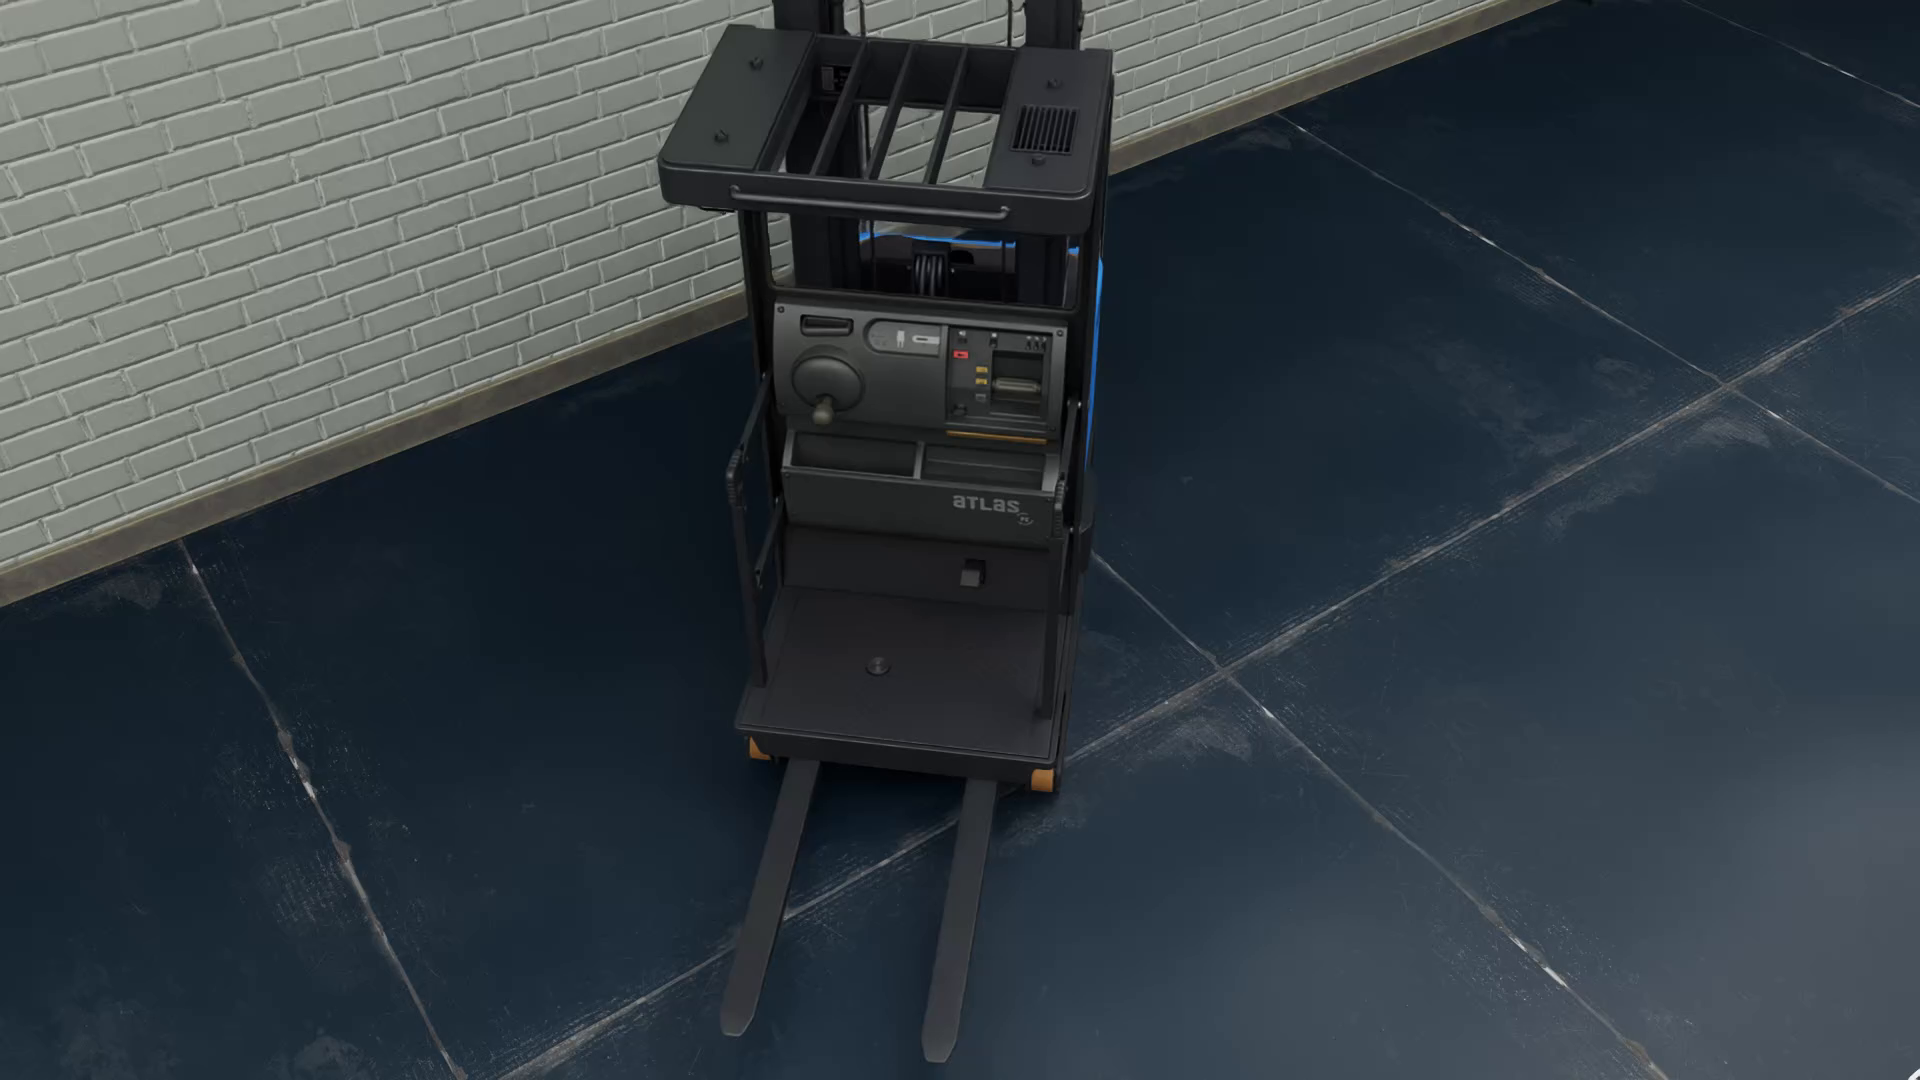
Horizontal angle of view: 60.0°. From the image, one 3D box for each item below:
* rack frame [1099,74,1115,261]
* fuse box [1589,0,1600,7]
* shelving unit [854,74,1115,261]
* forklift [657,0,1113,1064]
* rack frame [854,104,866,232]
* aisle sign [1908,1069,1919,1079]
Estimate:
[{"bbox_3d":[0.554,-1.101,6.817,0.032,1.500,0.500,6,44,6],"label":"rack frame"},{"bbox_3d":[3.920,-3.893,9.589,0.539,1.711,0.414,-26,49,-24],"label":"fuse box"},{"bbox_3d":[0.051,-1.151,6.870,1.048,1.500,0.538,6,44,6],"label":"shelving unit"},{"bbox_3d":[-0.158,-0.444,5.093,1.130,2.935,3.031,6,44,6],"label":"forklift"},{"bbox_3d":[-0.452,-1.202,6.923,0.032,1.500,0.500,6,44,6],"label":"rack frame"},{"bbox_3d":[1.068,0.722,1.939,0.394,0.787,0.004,-26,49,-24],"label":"aisle sign"}]
